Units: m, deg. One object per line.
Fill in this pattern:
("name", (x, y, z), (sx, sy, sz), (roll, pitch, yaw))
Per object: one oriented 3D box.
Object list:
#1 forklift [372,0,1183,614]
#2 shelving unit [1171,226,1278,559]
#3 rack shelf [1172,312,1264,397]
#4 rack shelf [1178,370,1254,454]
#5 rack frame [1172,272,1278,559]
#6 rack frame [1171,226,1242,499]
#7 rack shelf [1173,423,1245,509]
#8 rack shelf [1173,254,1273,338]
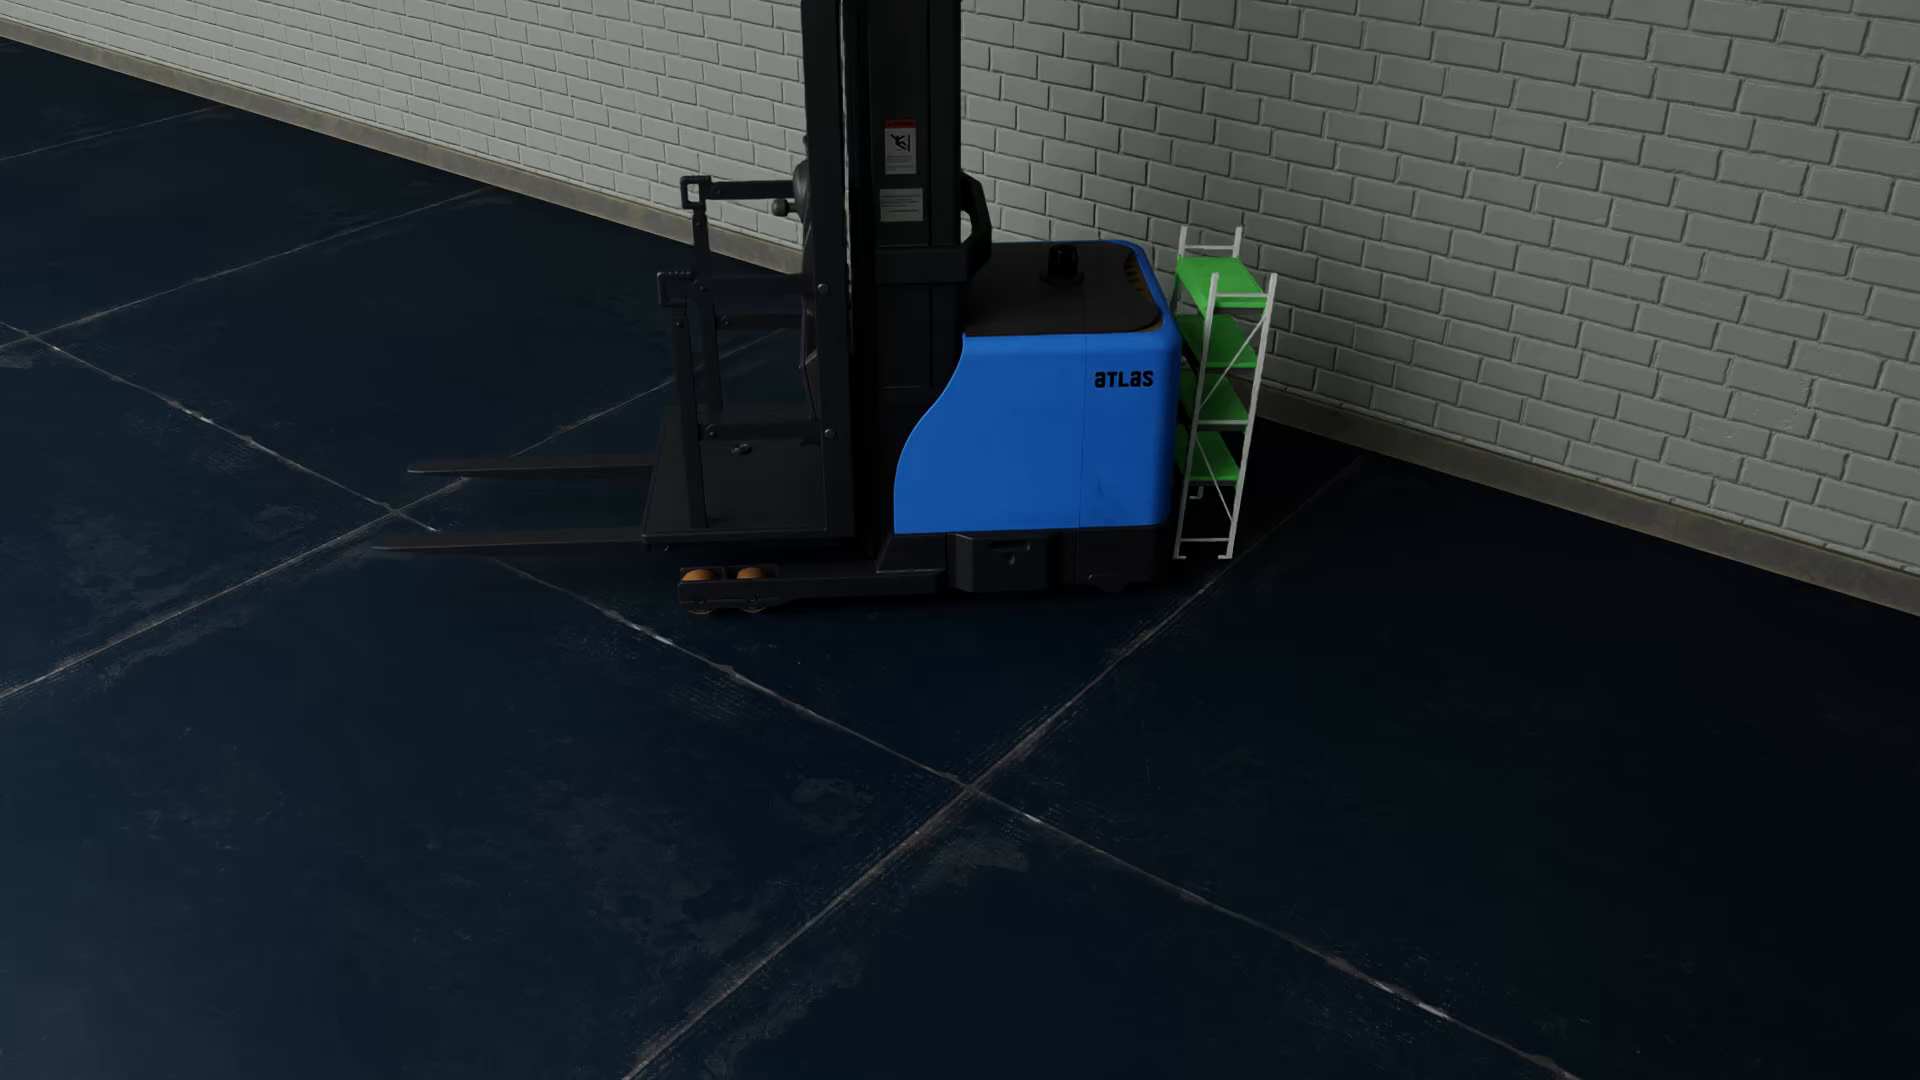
("forklift", (-0.729, -1.260, 6.002), (3.031, 2.935, 1.130), (-2, 31, -3))
("shelving unit", (0.968, -0.571, 6.522), (0.258, 1.200, 0.503), (-1, 31, -7))
("rack shelf", (0.978, -0.722, 6.433), (0.258, 0.148, 0.480), (-1, 31, -7))
("rack shelf", (0.965, -0.516, 6.554), (0.258, 0.148, 0.480), (-1, 31, -7))
("rack frame", (0.997, -0.447, 6.313), (0.240, 1.200, 0.015), (-1, 31, -7))
("rack frame", (0.940, -0.694, 6.730), (0.240, 1.200, 0.015), (-1, 31, -7))
("rack shelf", (0.951, -0.309, 6.675), (0.258, 0.148, 0.480), (-1, 31, -7))
("rack shelf", (0.992, -0.929, 6.312), (0.258, 0.148, 0.480), (-1, 31, -7))
